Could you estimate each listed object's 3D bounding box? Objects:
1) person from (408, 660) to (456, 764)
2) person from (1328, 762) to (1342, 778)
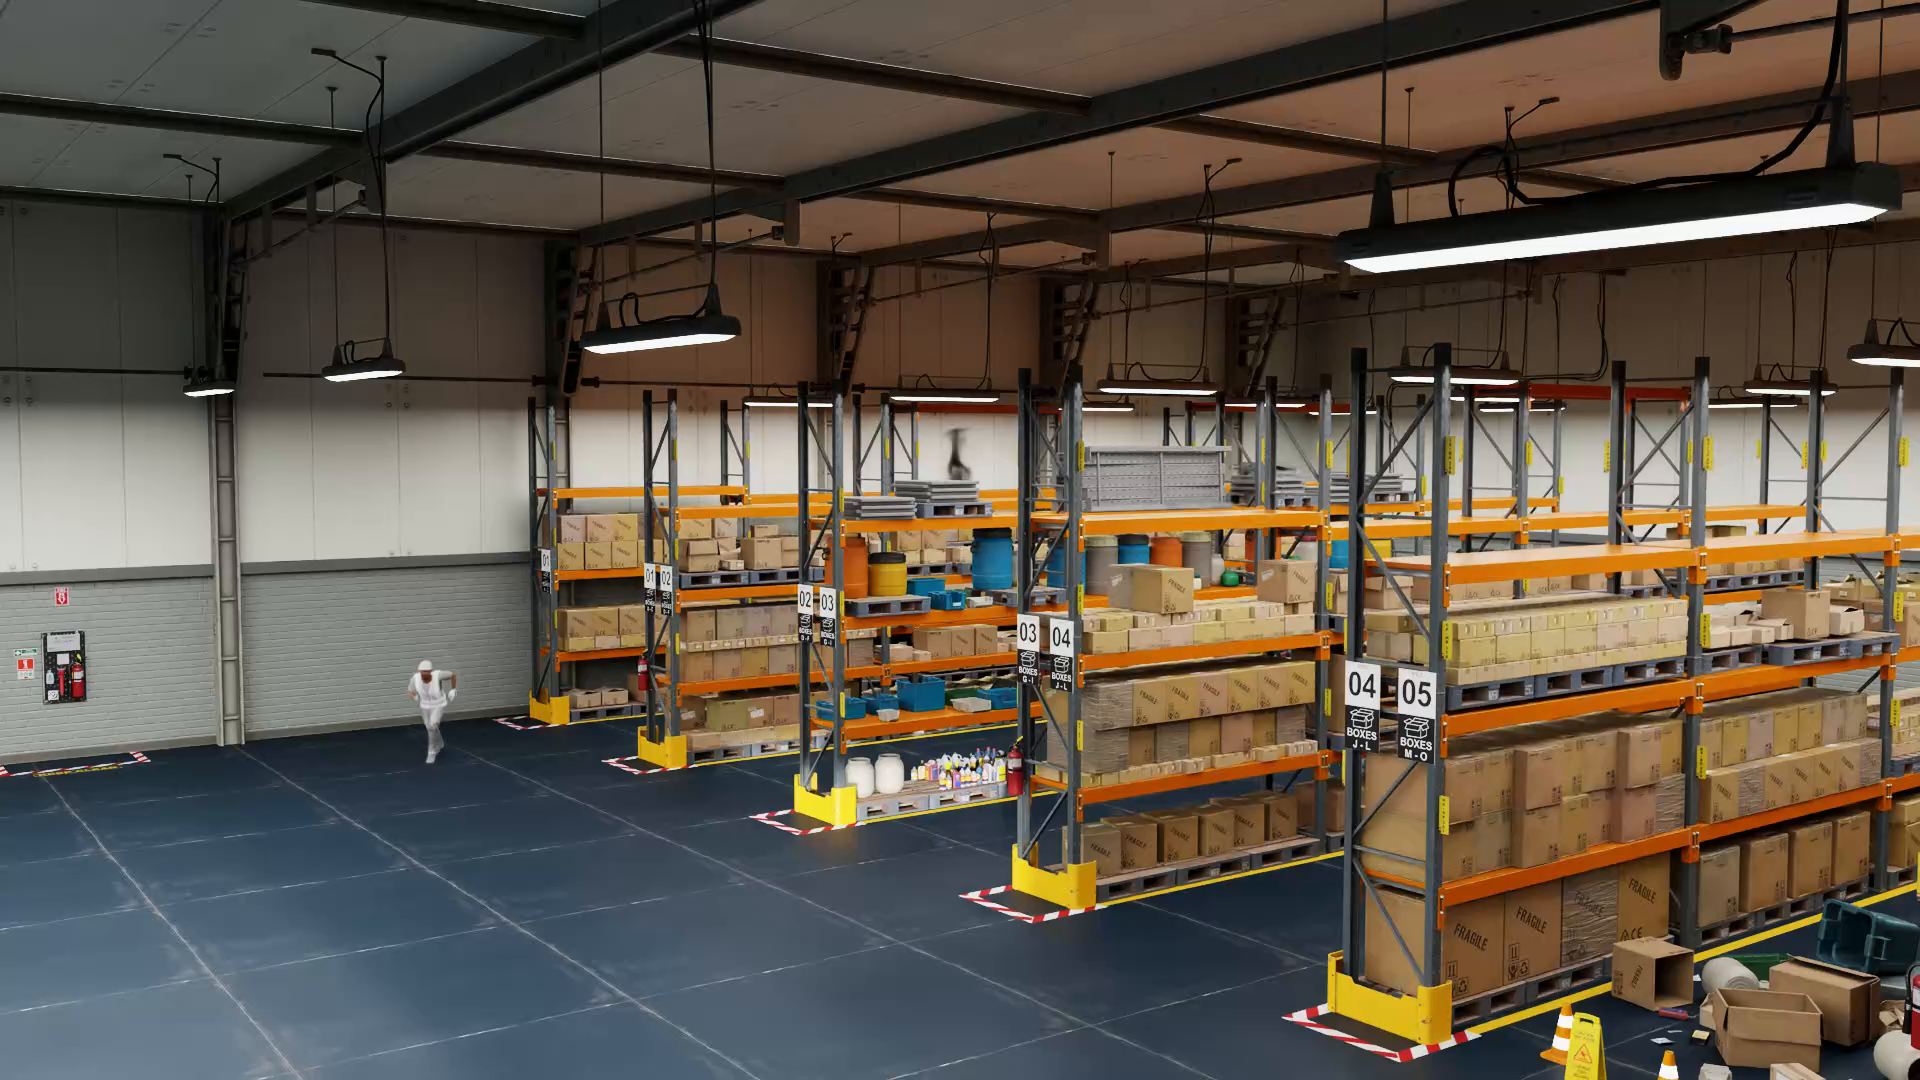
[{"bbox_3d":[-8.535,2.763,26.978,0.729,1.719,1.019,0,3,-1],"label":"person"},{"bbox_3d":[5.603,2.905,24.937,1.090,1.618,0.663,-2,4,-35],"label":"person"}]
